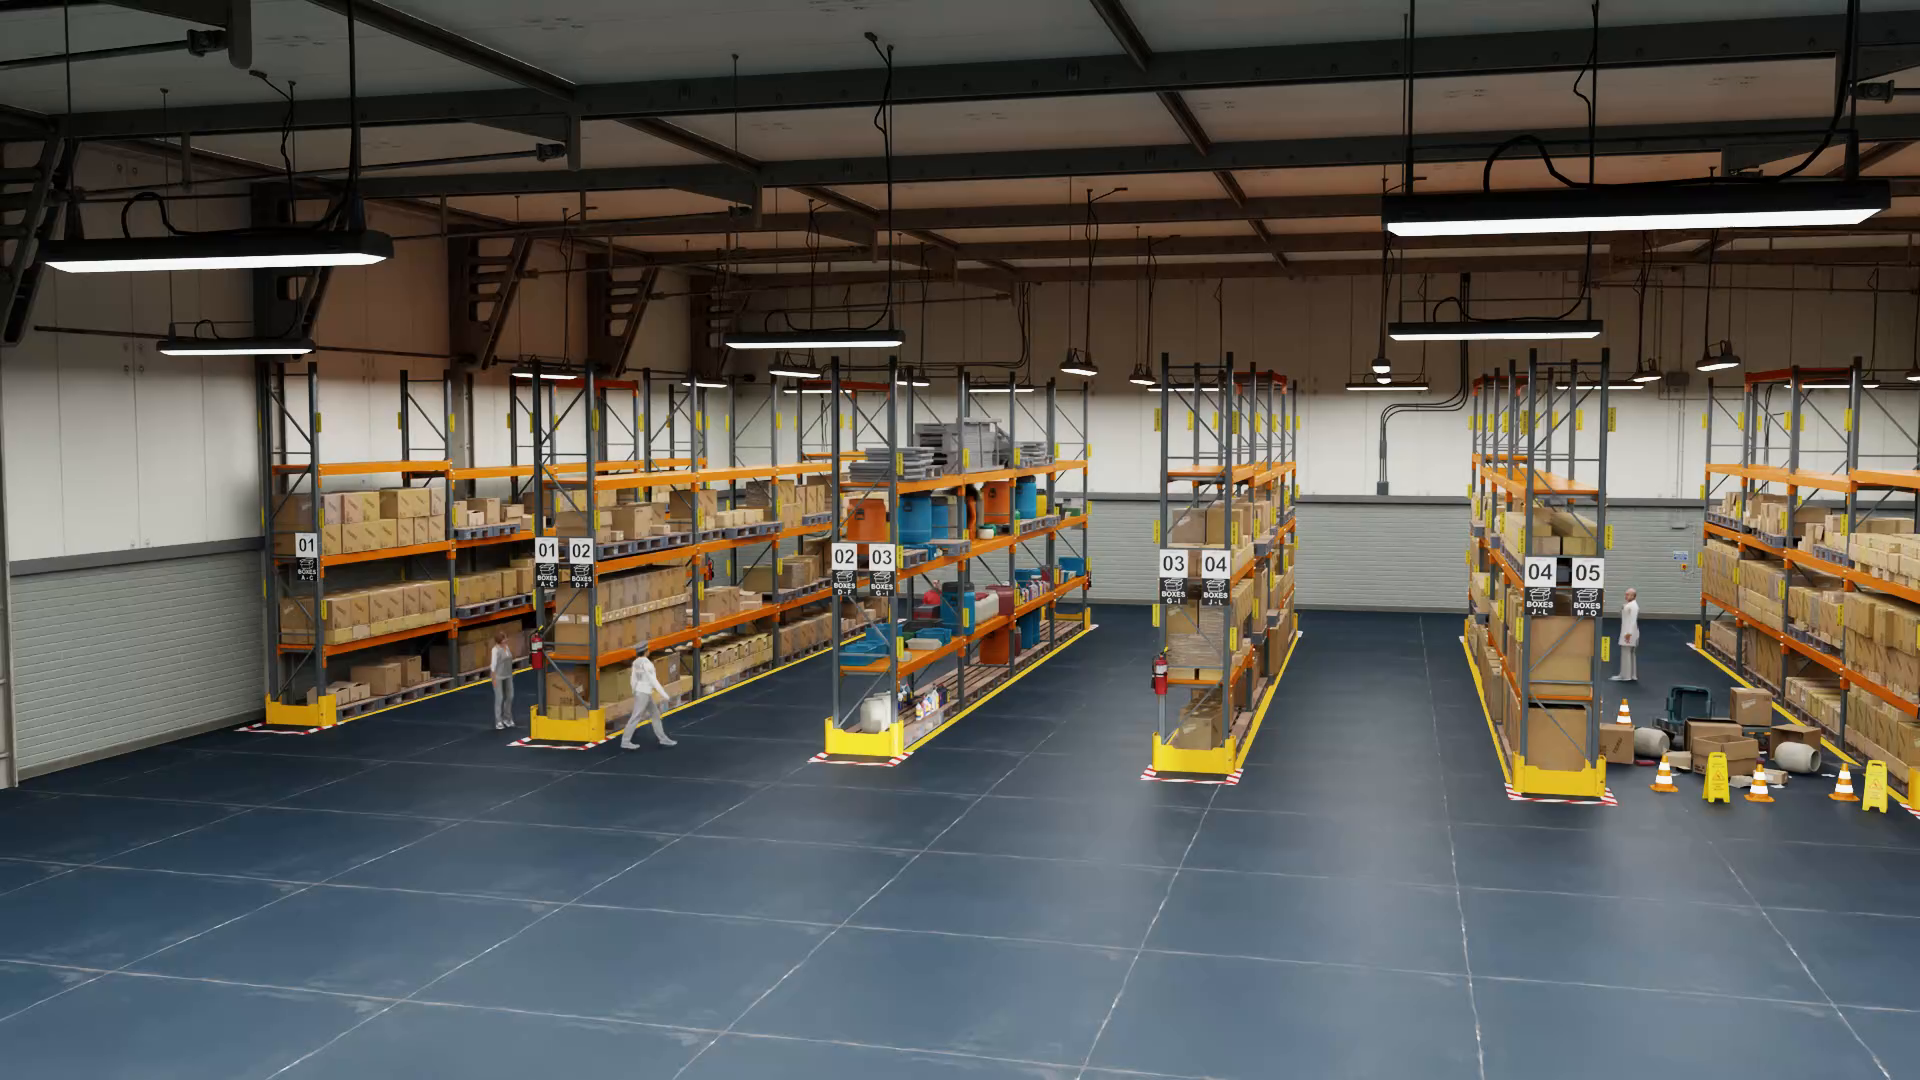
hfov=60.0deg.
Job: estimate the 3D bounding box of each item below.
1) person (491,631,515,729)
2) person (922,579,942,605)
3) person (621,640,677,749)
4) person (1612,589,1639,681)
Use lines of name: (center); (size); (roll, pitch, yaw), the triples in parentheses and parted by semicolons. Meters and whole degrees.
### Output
person: (-7.527, 2.316, 27.349); (0.325, 1.664, 0.509); (2, 5, 31)
person: (-0.551, 1.682, 35.358); (0.565, 1.670, 1.032); (1, 4, 19)
person: (-4.780, 2.363, 25.514); (0.878, 1.652, 0.496); (-1, 4, -18)
person: (13.030, 1.838, 32.456); (0.460, 1.782, 0.633); (3, 5, 36)
